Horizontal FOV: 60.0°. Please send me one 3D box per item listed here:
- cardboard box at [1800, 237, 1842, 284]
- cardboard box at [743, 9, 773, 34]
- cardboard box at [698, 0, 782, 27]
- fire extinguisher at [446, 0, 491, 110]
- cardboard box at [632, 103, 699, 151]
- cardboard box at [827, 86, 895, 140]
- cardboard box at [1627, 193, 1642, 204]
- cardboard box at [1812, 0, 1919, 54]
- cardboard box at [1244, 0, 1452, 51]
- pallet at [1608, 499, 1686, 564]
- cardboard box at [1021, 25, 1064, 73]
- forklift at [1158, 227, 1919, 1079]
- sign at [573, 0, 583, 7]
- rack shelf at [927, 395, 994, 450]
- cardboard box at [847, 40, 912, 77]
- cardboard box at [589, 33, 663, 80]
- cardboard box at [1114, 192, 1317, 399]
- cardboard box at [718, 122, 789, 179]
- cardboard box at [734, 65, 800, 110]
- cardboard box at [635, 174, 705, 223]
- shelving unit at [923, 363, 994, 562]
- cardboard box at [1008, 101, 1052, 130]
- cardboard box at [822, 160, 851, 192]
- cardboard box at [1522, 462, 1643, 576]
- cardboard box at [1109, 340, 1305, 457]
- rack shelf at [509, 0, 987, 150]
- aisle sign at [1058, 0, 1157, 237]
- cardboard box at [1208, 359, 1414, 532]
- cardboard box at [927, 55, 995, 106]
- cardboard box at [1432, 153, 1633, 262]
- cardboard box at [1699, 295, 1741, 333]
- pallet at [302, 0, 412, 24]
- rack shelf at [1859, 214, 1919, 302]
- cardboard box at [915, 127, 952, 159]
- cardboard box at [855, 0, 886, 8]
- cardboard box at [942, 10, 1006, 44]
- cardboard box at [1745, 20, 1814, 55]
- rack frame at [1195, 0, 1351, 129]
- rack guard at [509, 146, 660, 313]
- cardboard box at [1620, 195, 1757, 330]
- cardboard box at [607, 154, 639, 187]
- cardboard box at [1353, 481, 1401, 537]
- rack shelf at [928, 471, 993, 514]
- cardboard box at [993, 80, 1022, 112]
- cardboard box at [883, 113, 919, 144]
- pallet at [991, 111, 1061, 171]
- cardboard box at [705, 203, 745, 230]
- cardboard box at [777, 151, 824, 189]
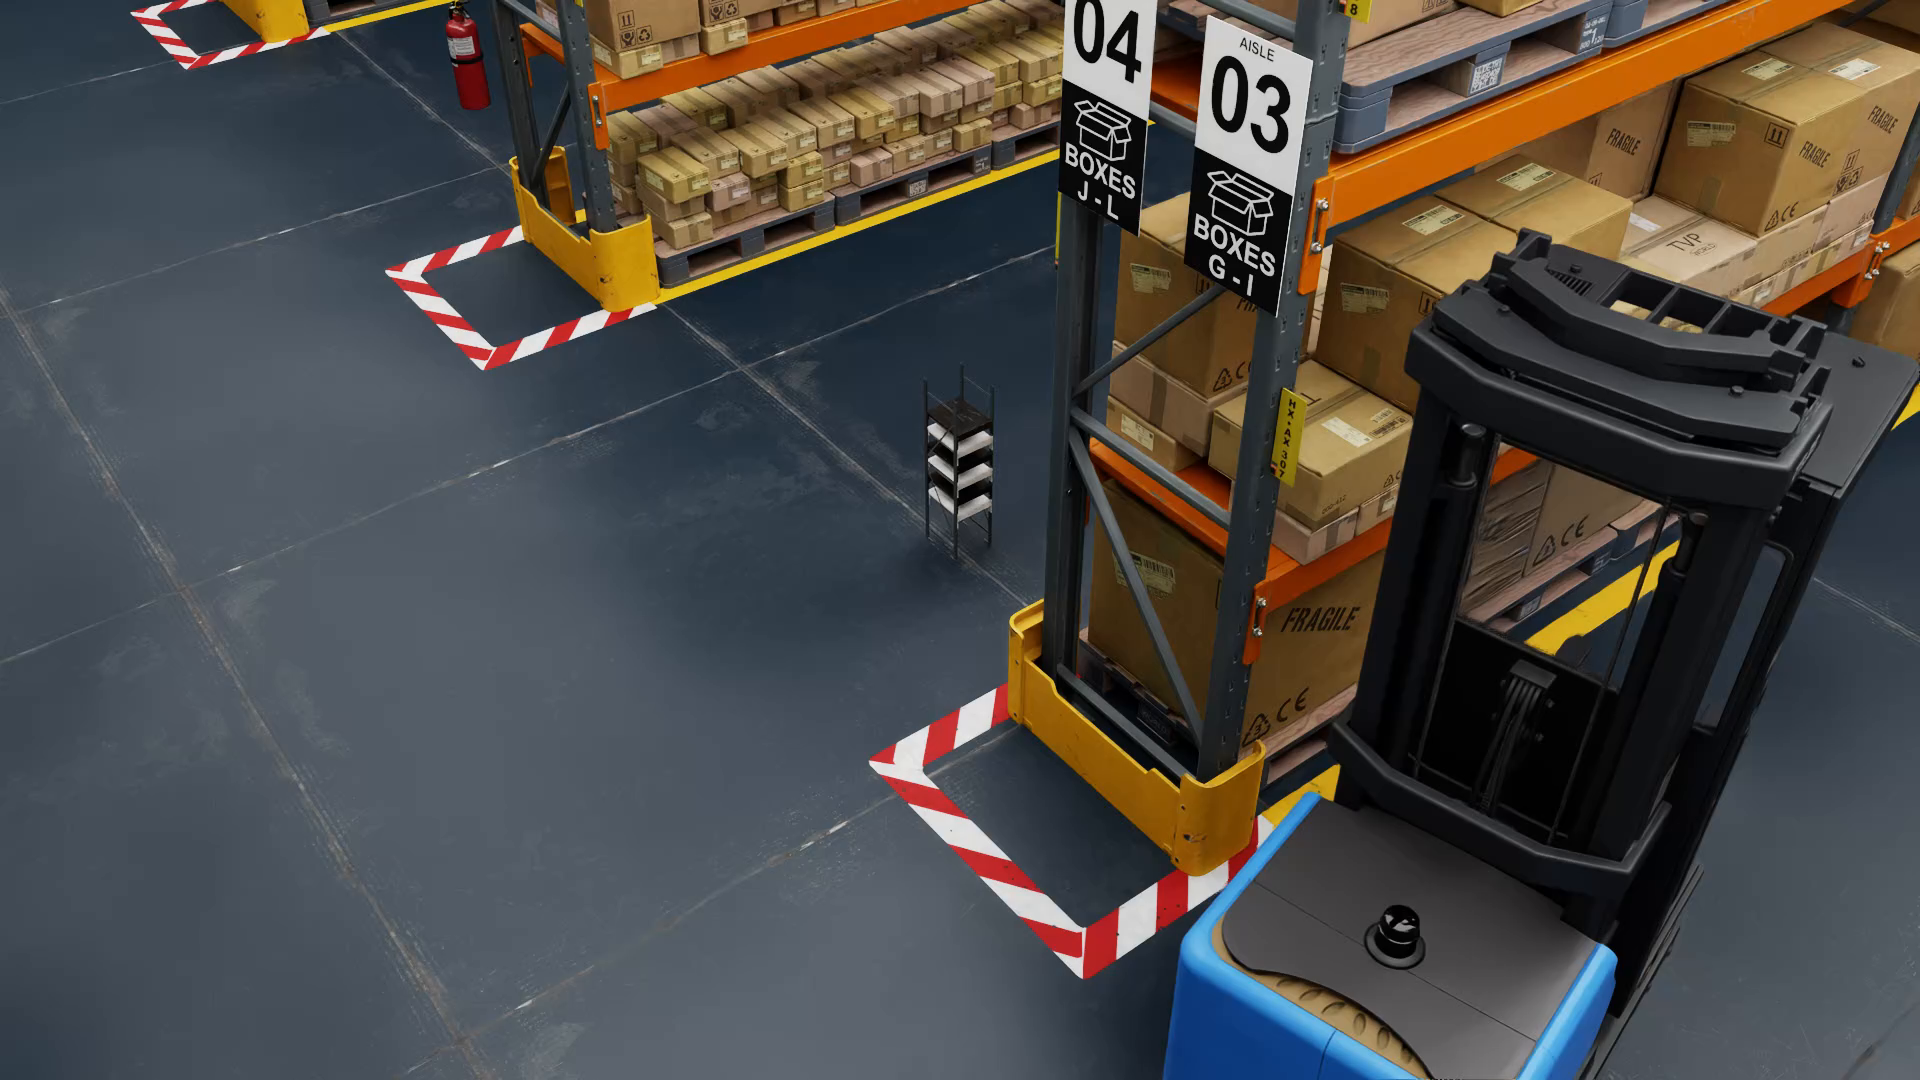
[{"bbox_3d":[3.610,-1.299,7.299,0.250,0.149,0.380,-25,46,-27],"label":"cardboard box"},{"bbox_3d":[-1.256,-2.994,9.366,0.250,0.149,0.380,-24,45,-26],"label":"cardboard box"},{"bbox_3d":[-1.324,-3.173,9.073,0.500,0.500,0.500,-26,46,-28],"label":"cardboard box"},{"bbox_3d":[-2.738,-2.726,9.197,0.183,0.674,0.296,-26,46,-28],"label":"fire extinguisher"},{"bbox_3d":[-1.758,-2.456,9.960,0.250,0.149,0.380,-25,46,-27],"label":"cardboard box"},{"bbox_3d":[-0.604,-2.606,10.143,0.250,0.149,0.380,-25,46,-27],"label":"cardboard box"},{"bbox_3d":[2.519,-1.392,7.100,0.500,0.250,0.500,-25,45,-27],"label":"cardboard box"},{"bbox_3d":[4.358,-2.456,7.642,0.637,0.503,0.797,-27,47,-29],"label":"cardboard box"},{"bbox_3d":[1.064,-1.859,4.931,0.500,0.500,0.700,-29,47,-31],"label":"cardboard box"},{"bbox_3d":[3.206,-0.445,8.260,1.213,0.211,1.003,-26,46,-28],"label":"pallet"},{"bbox_3d":[0.612,-3.214,10.885,0.250,0.149,0.380,-25,46,-28],"label":"cardboard box"},{"bbox_3d":[1.933,0.321,5.181,1.130,2.935,3.031,27,46,29],"label":"forklift"},{"bbox_3d":[-1.927,-2.827,8.283,0.005,0.325,0.100,-26,46,-28],"label":"sign"},{"bbox_3d":[-0.006,-0.528,7.444,0.200,0.077,0.258,-26,46,-28],"label":"rack shelf"},{"bbox_3d":[-0.521,-3.057,10.693,0.250,0.149,0.380,-28,47,-30],"label":"cardboard box"},{"bbox_3d":[-1.801,-2.629,8.921,0.250,0.149,0.380,-26,46,-28],"label":"cardboard box"},{"bbox_3d":[0.911,-0.900,5.907,0.500,0.500,0.500,-25,46,-28],"label":"cardboard box"},{"bbox_3d":[-1.212,-2.287,9.754,0.250,0.149,0.380,-26,46,-28],"label":"cardboard box"},{"bbox_3d":[-1.207,-2.820,10.404,0.250,0.149,0.380,-24,45,-27],"label":"cardboard box"},{"bbox_3d":[-1.686,-2.014,9.656,0.250,0.149,0.380,-24,45,-26],"label":"cardboard box"},{"bbox_3d":[-0.006,-0.345,7.594,0.210,0.900,0.258,-26,46,-28],"label":"shelving unit"},{"bbox_3d":[0.384,-2.856,10.916,0.250,0.149,0.380,-28,47,-29],"label":"cardboard box"},{"bbox_3d":[-0.883,-2.299,10.238,0.250,0.149,0.380,-26,46,-28],"label":"cardboard box"},{"bbox_3d":[2.571,-0.556,7.541,0.875,0.875,0.875,-26,46,-28],"label":"cardboard box"},{"bbox_3d":[0.907,-0.610,6.146,0.500,0.250,0.500,-27,46,-29],"label":"cardboard box"},{"bbox_3d":[-0.672,-3.260,10.060,4.000,0.370,1.077,-26,46,-28],"label":"rack shelf"},{"bbox_3d":[0.445,-1.360,5.127,0.004,0.787,0.394,-26,46,-28],"label":"aisle sign"},{"bbox_3d":[1.230,-0.339,5.815,0.500,0.250,0.500,-27,47,-29],"label":"cardboard box"},{"bbox_3d":[0.007,-2.903,10.504,0.250,0.149,0.380,-28,47,-30],"label":"cardboard box"},{"bbox_3d":[2.033,-1.025,6.061,0.500,0.500,0.500,-27,47,-29],"label":"cardboard box"},{"bbox_3d":[2.998,-1.000,6.936,0.250,0.149,0.380,-25,46,-27],"label":"cardboard box"},{"bbox_3d":[-4.768,-4.486,13.186,1.213,0.211,1.003,-26,46,-28],"label":"pallet"},{"bbox_3d":[5.442,-2.273,8.856,4.000,0.370,1.077,-26,46,-28],"label":"rack shelf"},{"bbox_3d":[-0.258,-2.582,10.582,0.250,0.149,0.380,-25,46,-27],"label":"cardboard box"},{"bbox_3d":[-0.595,-3.257,9.687,0.250,0.149,0.380,-24,45,-27],"label":"cardboard box"},{"bbox_3d":[0.090,-3.373,11.078,0.250,0.149,0.380,-27,46,-29],"label":"cardboard box"},{"bbox_3d":[3.321,-2.068,7.332,0.500,0.500,0.500,-26,46,-28],"label":"cardboard box"},{"bbox_3d":[0.685,-2.552,3.899,0.127,3.000,1.000,-26,46,-28],"label":"rack frame"},{"bbox_3d":[-2.197,-1.828,9.718,0.348,0.500,1.175,-26,46,-28],"label":"rack guard"},{"bbox_3d":[2.853,-1.134,6.784,0.500,0.250,0.500,-25,46,-27],"label":"cardboard box"},{"bbox_3d":[-2.013,-2.288,9.990,0.250,0.149,0.380,-27,47,-29],"label":"cardboard box"},{"bbox_3d":[1.370,-0.206,5.968,0.250,0.149,0.380,-27,46,-29],"label":"cardboard box"},{"bbox_3d":[-0.006,-0.249,7.672,0.200,0.077,0.258,-26,46,-28],"label":"rack shelf"},{"bbox_3d":[0.191,-2.934,10.777,0.250,0.149,0.380,-26,46,-28],"label":"cardboard box"},{"bbox_3d":[-0.462,-2.651,10.432,0.250,0.149,0.380,-24,45,-26],"label":"cardboard box"},{"bbox_3d":[0.403,-2.956,11.320,1.213,0.211,1.003,-26,46,-28],"label":"pallet"},{"bbox_3d":[-1.489,-2.010,9.885,0.250,0.149,0.380,-26,46,-28],"label":"cardboard box"},{"bbox_3d":[-1.024,-2.275,9.974,0.250,0.149,0.380,-25,45,-27],"label":"cardboard box"}]
